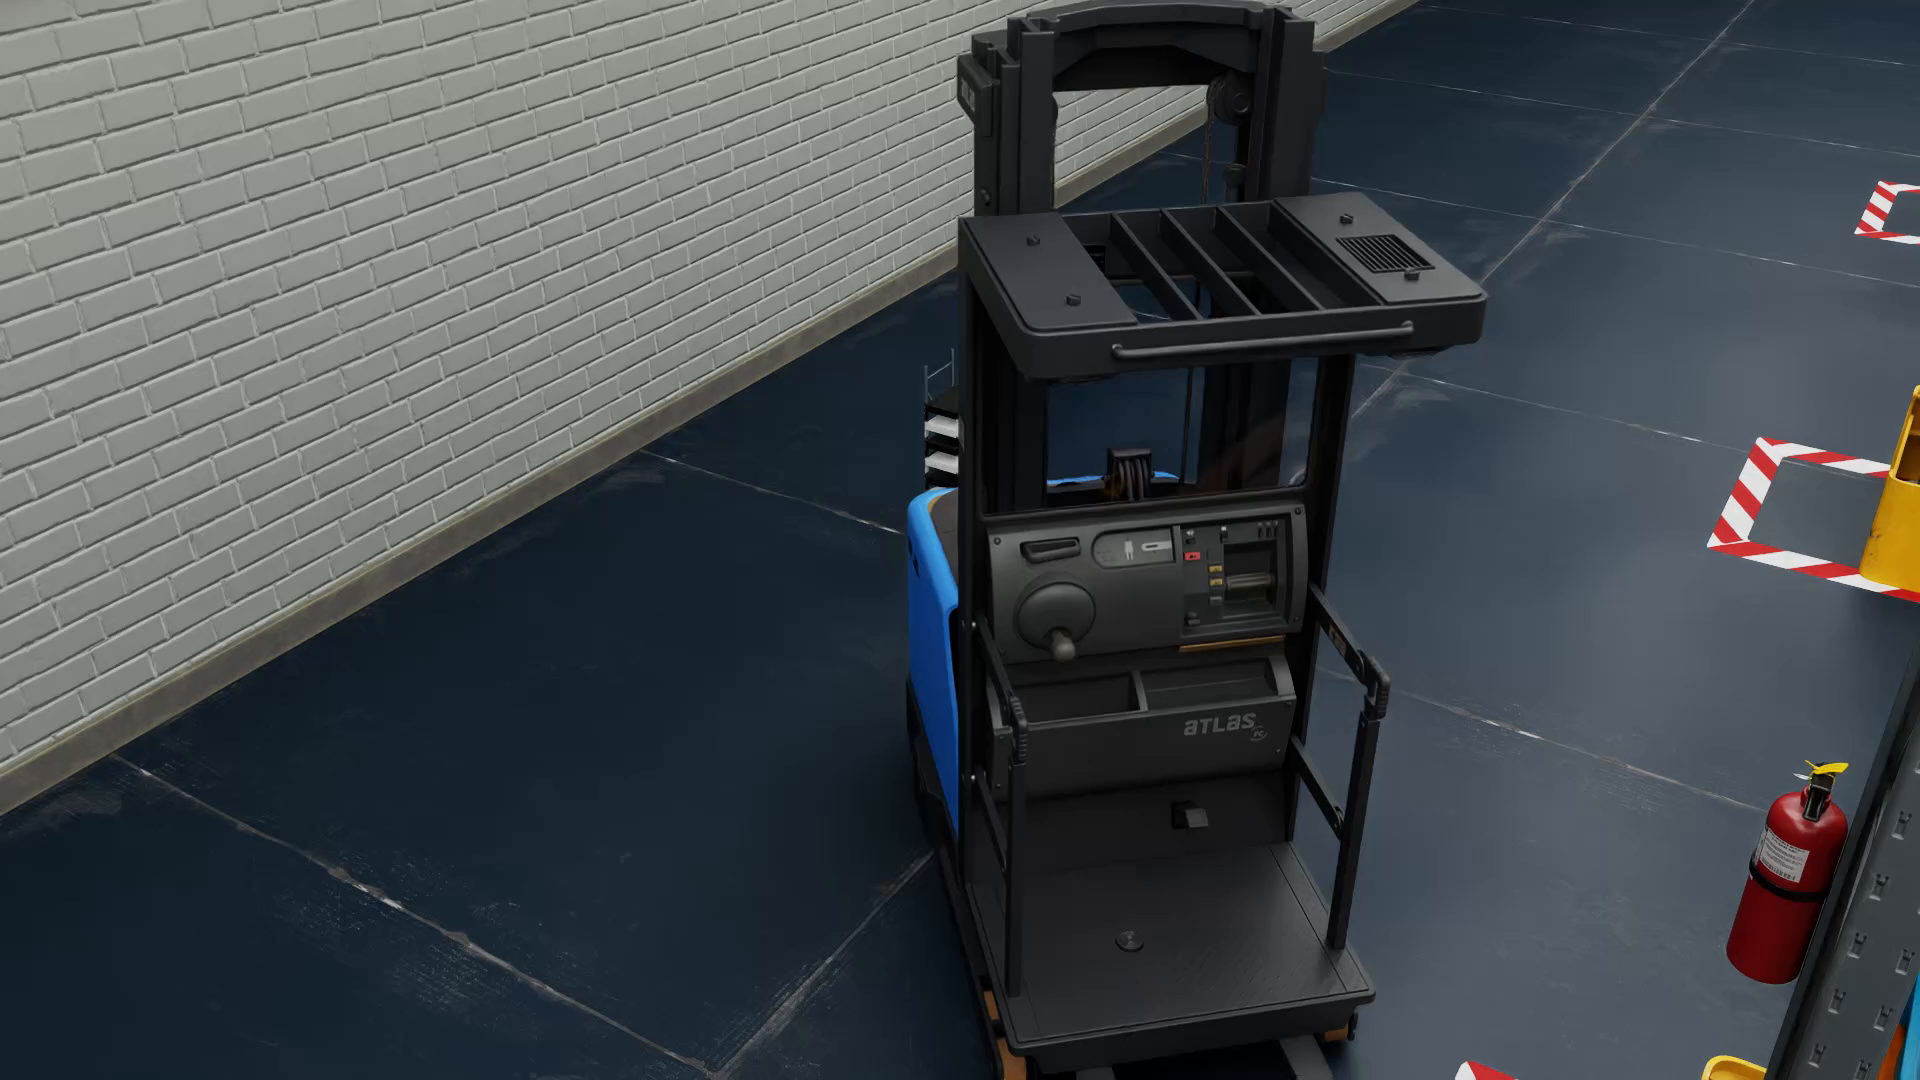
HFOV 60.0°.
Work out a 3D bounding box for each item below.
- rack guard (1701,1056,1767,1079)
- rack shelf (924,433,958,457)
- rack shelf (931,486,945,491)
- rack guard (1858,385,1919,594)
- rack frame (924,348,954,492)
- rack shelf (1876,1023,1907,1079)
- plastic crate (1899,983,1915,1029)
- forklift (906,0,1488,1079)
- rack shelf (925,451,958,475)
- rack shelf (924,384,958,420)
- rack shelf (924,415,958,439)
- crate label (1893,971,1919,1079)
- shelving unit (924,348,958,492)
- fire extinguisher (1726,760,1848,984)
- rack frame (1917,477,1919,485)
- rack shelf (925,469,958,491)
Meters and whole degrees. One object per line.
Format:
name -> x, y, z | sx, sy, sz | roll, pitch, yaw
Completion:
rack guard -> 1.840, 1.867, 4.053 | 0.348, 0.500, 1.175 | 18, 35, 27
rack shelf -> -0.007, -0.440, 7.498 | 0.200, 0.077, 0.258 | 18, 35, 27
rack shelf -> -0.007, -0.207, 7.634 | 0.200, 0.077, 0.258 | 18, 35, 27
rack guard -> 4.480, -0.252, 7.686 | 0.348, 0.500, 1.175 | 18, 35, 27
rack frame -> -0.093, -0.418, 7.574 | 0.006, 0.900, 0.240 | 18, 35, 27
rack shelf -> 3.561, 1.635, 2.685 | 4.000, 0.370, 1.077 | 18, 35, 27
plastic crate -> 2.250, 0.757, 3.381 | 0.499, 0.435, 0.616 | 18, 35, 27
forklift -> 0.584, 0.168, 4.553 | 1.130, 2.935, 3.031 | -6, 31, -10
rack shelf -> -0.007, -0.362, 7.544 | 0.200, 0.077, 0.258 | 18, 35, 27
rack shelf -> -0.007, -0.595, 7.408 | 0.200, 0.077, 0.258 | 18, 35, 27
rack shelf -> -0.007, -0.518, 7.453 | 0.200, 0.077, 0.258 | 18, 35, 27
crate label -> 1.901, 1.042, 3.095 | 0.303, 0.233, 0.416 | 18, 35, 27
shelving unit -> -0.007, -0.391, 7.527 | 0.210, 0.900, 0.258 | 18, 35, 27
fire extinguisher -> 1.981, 0.749, 3.937 | 0.183, 0.674, 0.296 | 18, 35, 27
rack frame -> 4.500, -1.325, 7.045 | 0.127, 3.000, 1.000 | 18, 35, 27
rack shelf -> -0.007, -0.284, 7.589 | 0.200, 0.077, 0.258 | 18, 35, 27
